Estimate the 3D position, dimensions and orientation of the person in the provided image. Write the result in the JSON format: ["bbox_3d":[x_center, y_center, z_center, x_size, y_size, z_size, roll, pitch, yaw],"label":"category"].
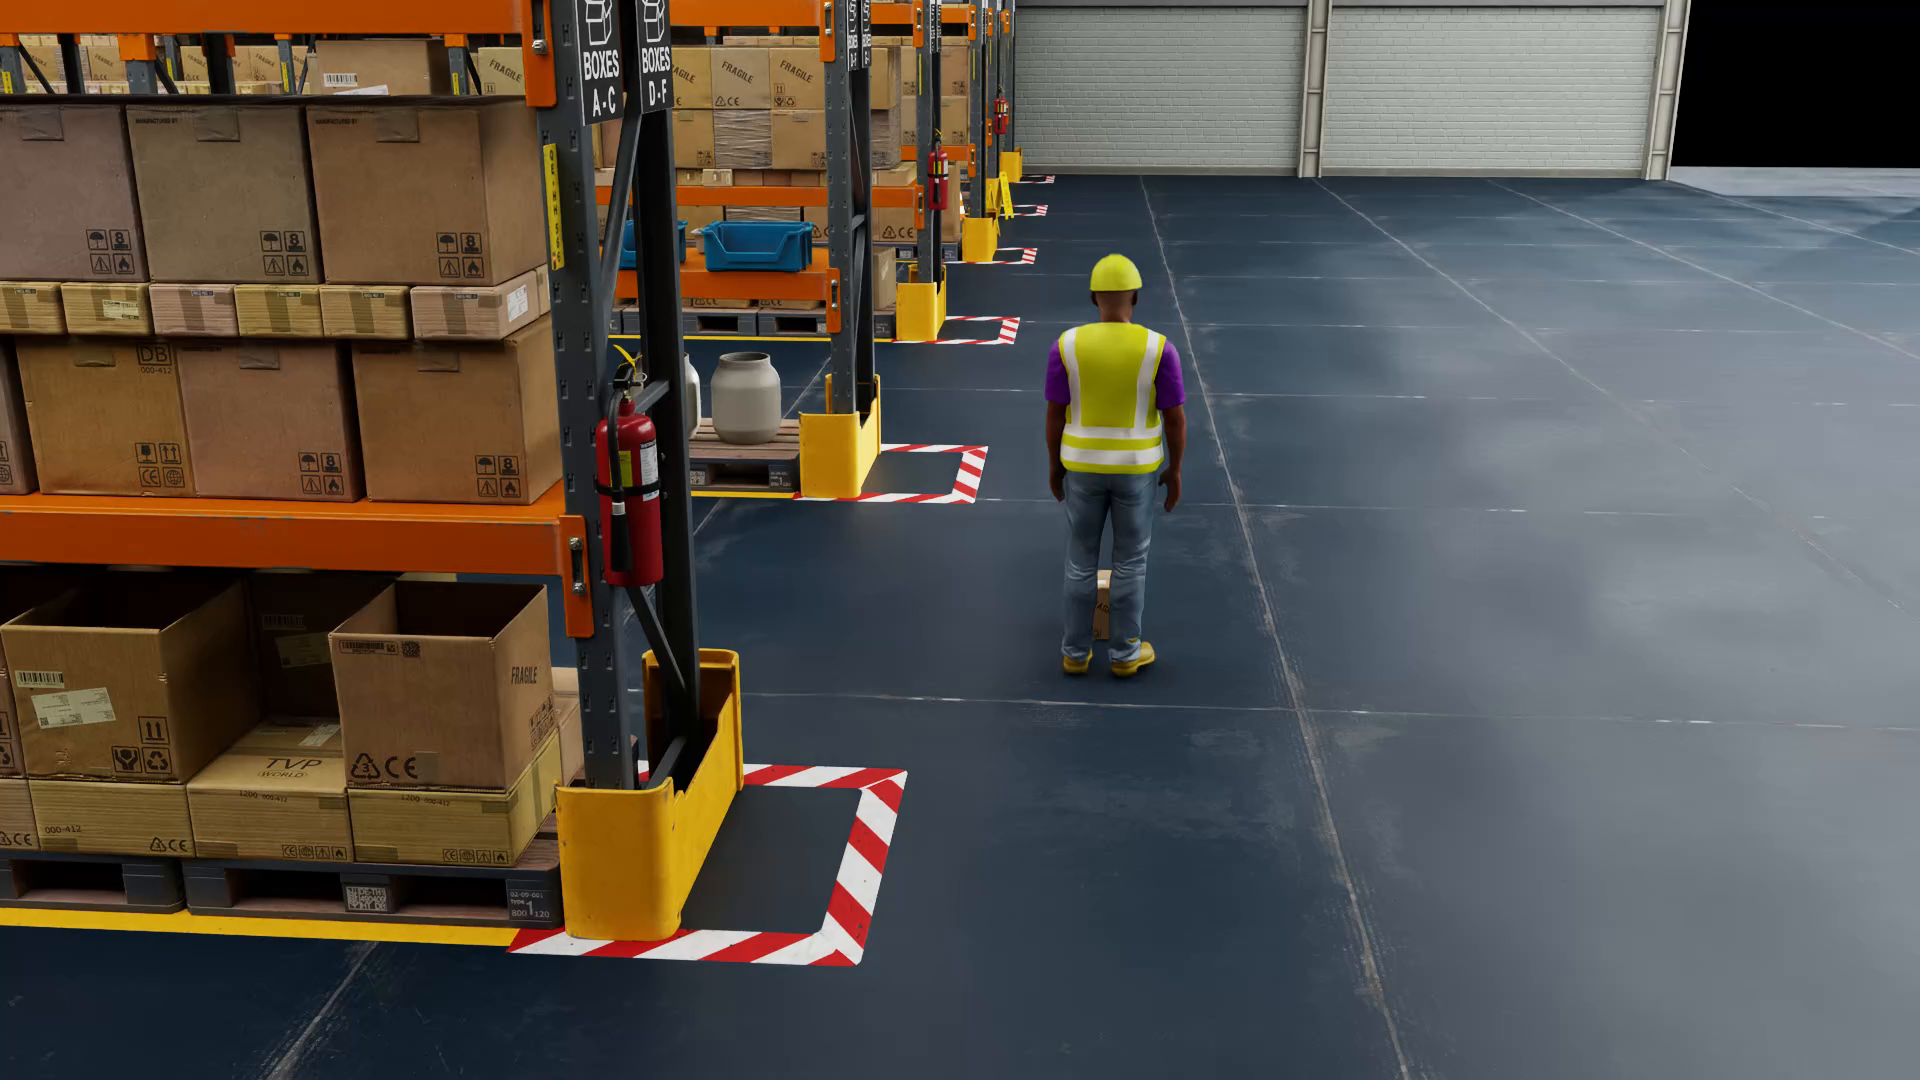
[{"bbox_3d":[0.642,-0.301,6.890,0.575,1.768,0.380,3,18,10],"label":"person"}]
